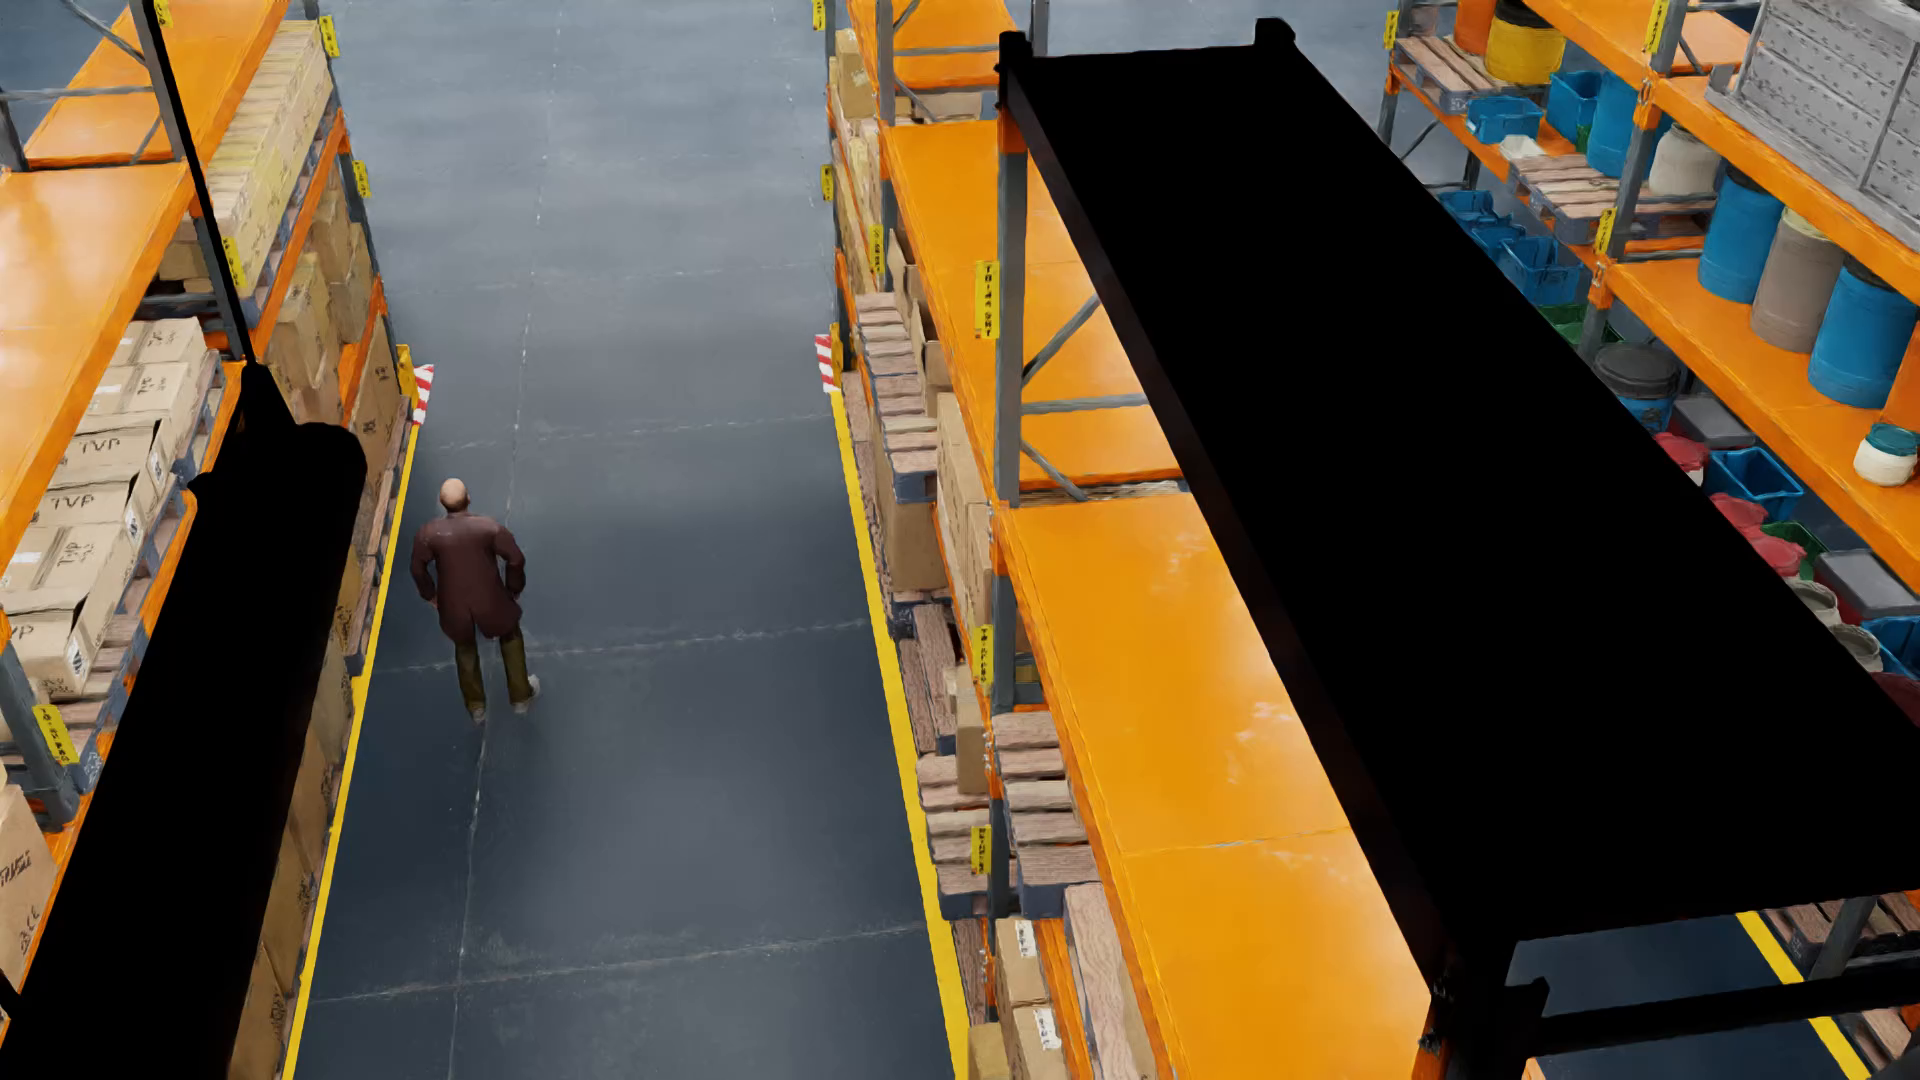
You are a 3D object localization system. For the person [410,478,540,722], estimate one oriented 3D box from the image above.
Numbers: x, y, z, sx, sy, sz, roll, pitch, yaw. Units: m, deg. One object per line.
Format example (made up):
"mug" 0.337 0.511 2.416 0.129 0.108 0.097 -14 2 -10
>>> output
"person" -3.206 0.390 11.001 0.729 1.694 0.546 -6 37 -8
